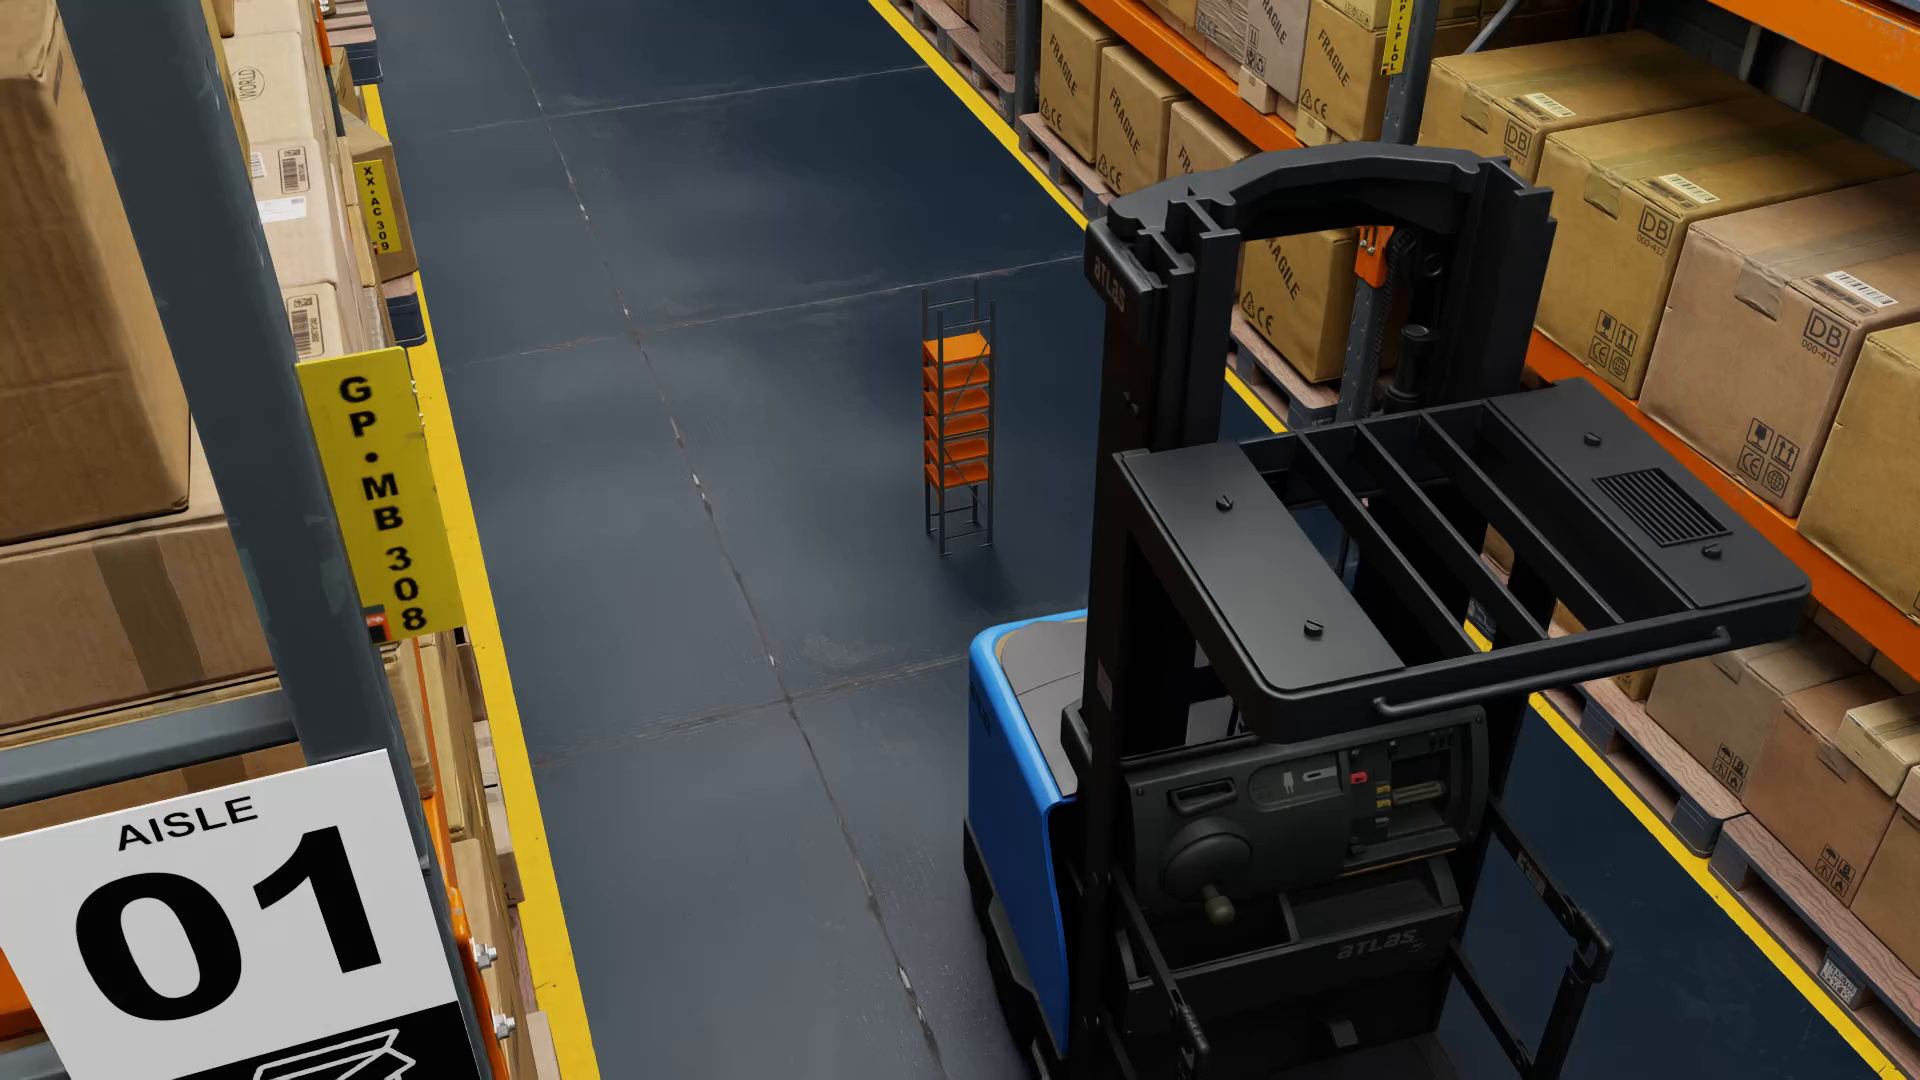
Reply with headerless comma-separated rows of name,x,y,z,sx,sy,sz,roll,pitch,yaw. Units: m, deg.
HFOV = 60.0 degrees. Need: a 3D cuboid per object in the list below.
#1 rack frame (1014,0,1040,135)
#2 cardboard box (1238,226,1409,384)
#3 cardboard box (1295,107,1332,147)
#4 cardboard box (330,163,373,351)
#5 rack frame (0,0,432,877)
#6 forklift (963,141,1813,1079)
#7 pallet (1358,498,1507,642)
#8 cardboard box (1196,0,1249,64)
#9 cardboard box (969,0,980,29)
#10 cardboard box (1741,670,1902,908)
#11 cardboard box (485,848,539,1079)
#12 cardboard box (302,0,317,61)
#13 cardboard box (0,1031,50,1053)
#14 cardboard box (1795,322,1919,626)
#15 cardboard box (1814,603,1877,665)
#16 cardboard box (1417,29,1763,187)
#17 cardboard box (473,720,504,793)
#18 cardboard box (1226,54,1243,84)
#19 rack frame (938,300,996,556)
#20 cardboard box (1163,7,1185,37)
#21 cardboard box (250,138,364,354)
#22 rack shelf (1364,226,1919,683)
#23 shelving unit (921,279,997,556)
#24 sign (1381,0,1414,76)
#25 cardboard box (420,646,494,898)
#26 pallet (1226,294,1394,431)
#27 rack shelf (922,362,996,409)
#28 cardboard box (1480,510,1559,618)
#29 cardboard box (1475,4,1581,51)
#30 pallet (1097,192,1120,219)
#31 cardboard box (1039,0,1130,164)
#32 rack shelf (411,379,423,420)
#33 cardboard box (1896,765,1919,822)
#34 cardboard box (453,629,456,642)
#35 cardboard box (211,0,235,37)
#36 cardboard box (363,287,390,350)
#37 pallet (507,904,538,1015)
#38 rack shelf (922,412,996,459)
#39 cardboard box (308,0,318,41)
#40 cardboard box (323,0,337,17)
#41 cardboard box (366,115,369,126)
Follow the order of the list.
rack frame,0.839,-3.921,9.963,1.000,3.000,0.127,-12,39,-16
cardboard box,1.870,-1.311,7.935,0.750,0.750,0.750,-12,39,-15
cardboard box,1.724,-1.839,7.391,0.380,0.149,0.250,-12,39,-15
cardboard box,-1.330,-0.423,2.949,0.500,0.250,0.500,-12,39,-16
rack frame,-1.058,-0.771,0.794,1.000,3.000,0.127,-12,39,-16
forklift,0.909,0.732,3.841,1.130,2.935,3.031,-10,38,-13
pallet,2.404,-0.102,7.210,1.003,0.211,1.213,-12,39,-16
cardboard box,1.470,-2.609,7.873,0.500,0.500,0.500,-12,39,-16
cardboard box,0.474,-3.810,11.526,0.700,0.500,0.500,-13,39,-16
cardboard box,3.085,0.771,5.461,0.700,0.500,0.500,-13,39,-16
cardboard box,-1.146,0.990,3.359,0.500,0.500,0.500,-13,39,-16
cardboard box,-1.673,-1.187,3.549,0.500,0.250,0.500,-12,39,-16
cardboard box,-1.469,0.992,2.526,0.500,0.500,0.500,-13,39,-16
cardboard box,3.146,-0.217,4.795,0.980,0.700,0.700,-13,39,-16
cardboard box,3.139,0.253,5.610,0.380,0.149,0.250,-12,39,-15
cardboard box,2.387,-1.472,6.461,0.980,0.700,0.700,-12,39,-15
cardboard box,-1.787,0.792,5.710,0.380,0.149,0.250,-12,39,-16
cardboard box,1.510,-2.284,7.981,0.380,0.149,0.250,-12,39,-16
rack frame,0.027,-0.436,6.831,0.240,1.200,0.006,-12,39,-16
cardboard box,1.273,-2.731,8.574,0.380,0.149,0.250,-12,39,-16
cardboard box,-1.156,-0.340,2.425,0.500,0.250,0.500,-12,39,-16
rack shelf,2.904,-0.245,5.679,1.077,0.370,4.000,-12,39,-16
shelving unit,-0.005,-0.487,6.900,0.258,1.200,0.189,-12,39,-16
sign,1.709,-1.975,6.482,0.100,0.325,0.005,-12,39,-16
cardboard box,-1.150,0.587,3.063,0.500,0.500,0.500,-12,39,-15
pallet,1.879,-0.968,8.360,1.003,0.211,1.213,-12,39,-16
rack shelf,-0.005,-0.644,6.782,0.258,0.103,0.180,-12,39,-16
cardboard box,2.546,-0.103,6.622,0.700,0.500,0.500,-13,39,-16
cardboard box,2.294,-2.140,7.252,0.500,0.500,0.500,-14,39,-17
pallet,1.456,-1.658,9.276,1.003,0.211,1.213,-12,39,-16
cardboard box,0.969,-2.788,9.896,0.750,0.750,0.750,-13,39,-17
rack shelf,-3.123,-1.476,7.315,1.077,0.370,4.000,-12,39,-16
cardboard box,3.042,0.760,4.937,0.380,0.149,0.250,-13,39,-16
cardboard box,-1.664,0.136,4.493,0.500,0.500,0.500,-12,39,-15
cardboard box,-1.700,-1.161,2.890,0.700,0.500,0.500,-12,39,-16
cardboard box,-1.665,-0.268,4.198,0.500,0.500,0.500,-12,39,-16
pallet,-1.775,1.558,5.006,1.003,0.211,1.213,-12,39,-16
rack shelf,-0.005,-0.452,6.927,0.258,0.103,0.180,-12,39,-16
cardboard box,-1.855,-1.268,4.072,0.500,0.250,0.500,-12,39,-16
cardboard box,-3.488,-2.769,8.001,0.700,0.500,0.500,-26,44,-31
cardboard box,-3.715,-2.320,9.773,0.500,0.250,0.500,-13,39,-16
